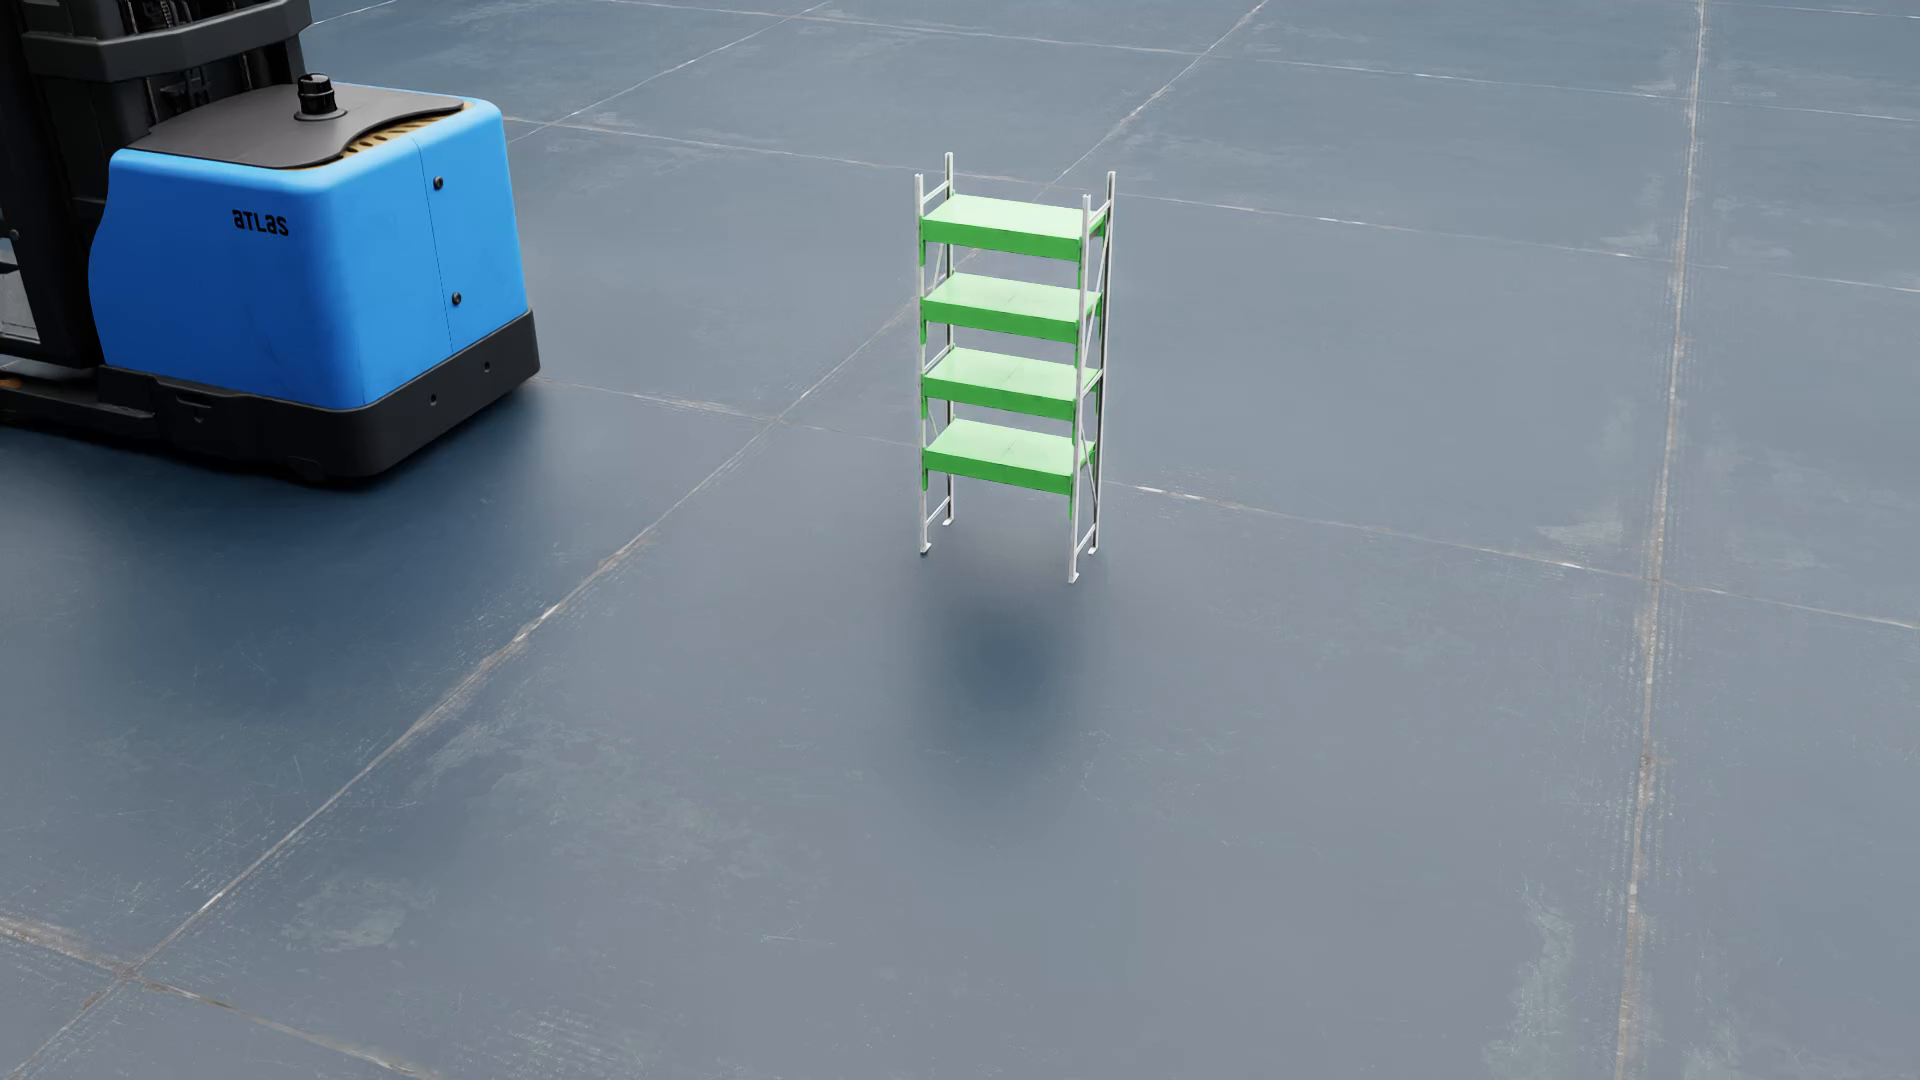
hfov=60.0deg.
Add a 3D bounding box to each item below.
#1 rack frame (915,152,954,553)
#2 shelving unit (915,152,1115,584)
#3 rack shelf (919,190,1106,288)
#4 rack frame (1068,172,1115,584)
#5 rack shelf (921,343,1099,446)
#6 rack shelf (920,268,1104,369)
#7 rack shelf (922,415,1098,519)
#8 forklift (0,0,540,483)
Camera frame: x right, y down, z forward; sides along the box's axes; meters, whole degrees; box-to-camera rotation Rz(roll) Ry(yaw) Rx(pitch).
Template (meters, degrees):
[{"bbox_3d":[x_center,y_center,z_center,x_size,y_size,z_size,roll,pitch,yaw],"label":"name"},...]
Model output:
[{"bbox_3d":[-0.073,-0.537,4.980,0.015,1.200,0.240,11,31,19],"label":"rack frame"},{"bbox_3d":[0.153,-0.492,4.901,0.503,1.200,0.258,11,31,19],"label":"shelving unit"},{"bbox_3d":[0.153,-0.854,4.696,0.480,0.148,0.258,11,31,19],"label":"rack shelf"},{"bbox_3d":[0.379,-0.447,4.821,0.015,1.200,0.240,11,31,19],"label":"rack frame"},{"bbox_3d":[0.153,-0.436,4.932,0.480,0.148,0.258,11,31,19],"label":"rack shelf"},{"bbox_3d":[0.153,-0.645,4.814,0.480,0.148,0.258,11,31,19],"label":"rack shelf"},{"bbox_3d":[0.153,-0.227,5.050,0.480,0.148,0.258,11,31,19],"label":"rack shelf"},{"bbox_3d":[-3.143,-1.921,5.670,3.031,2.935,1.130,11,31,19],"label":"forklift"}]
